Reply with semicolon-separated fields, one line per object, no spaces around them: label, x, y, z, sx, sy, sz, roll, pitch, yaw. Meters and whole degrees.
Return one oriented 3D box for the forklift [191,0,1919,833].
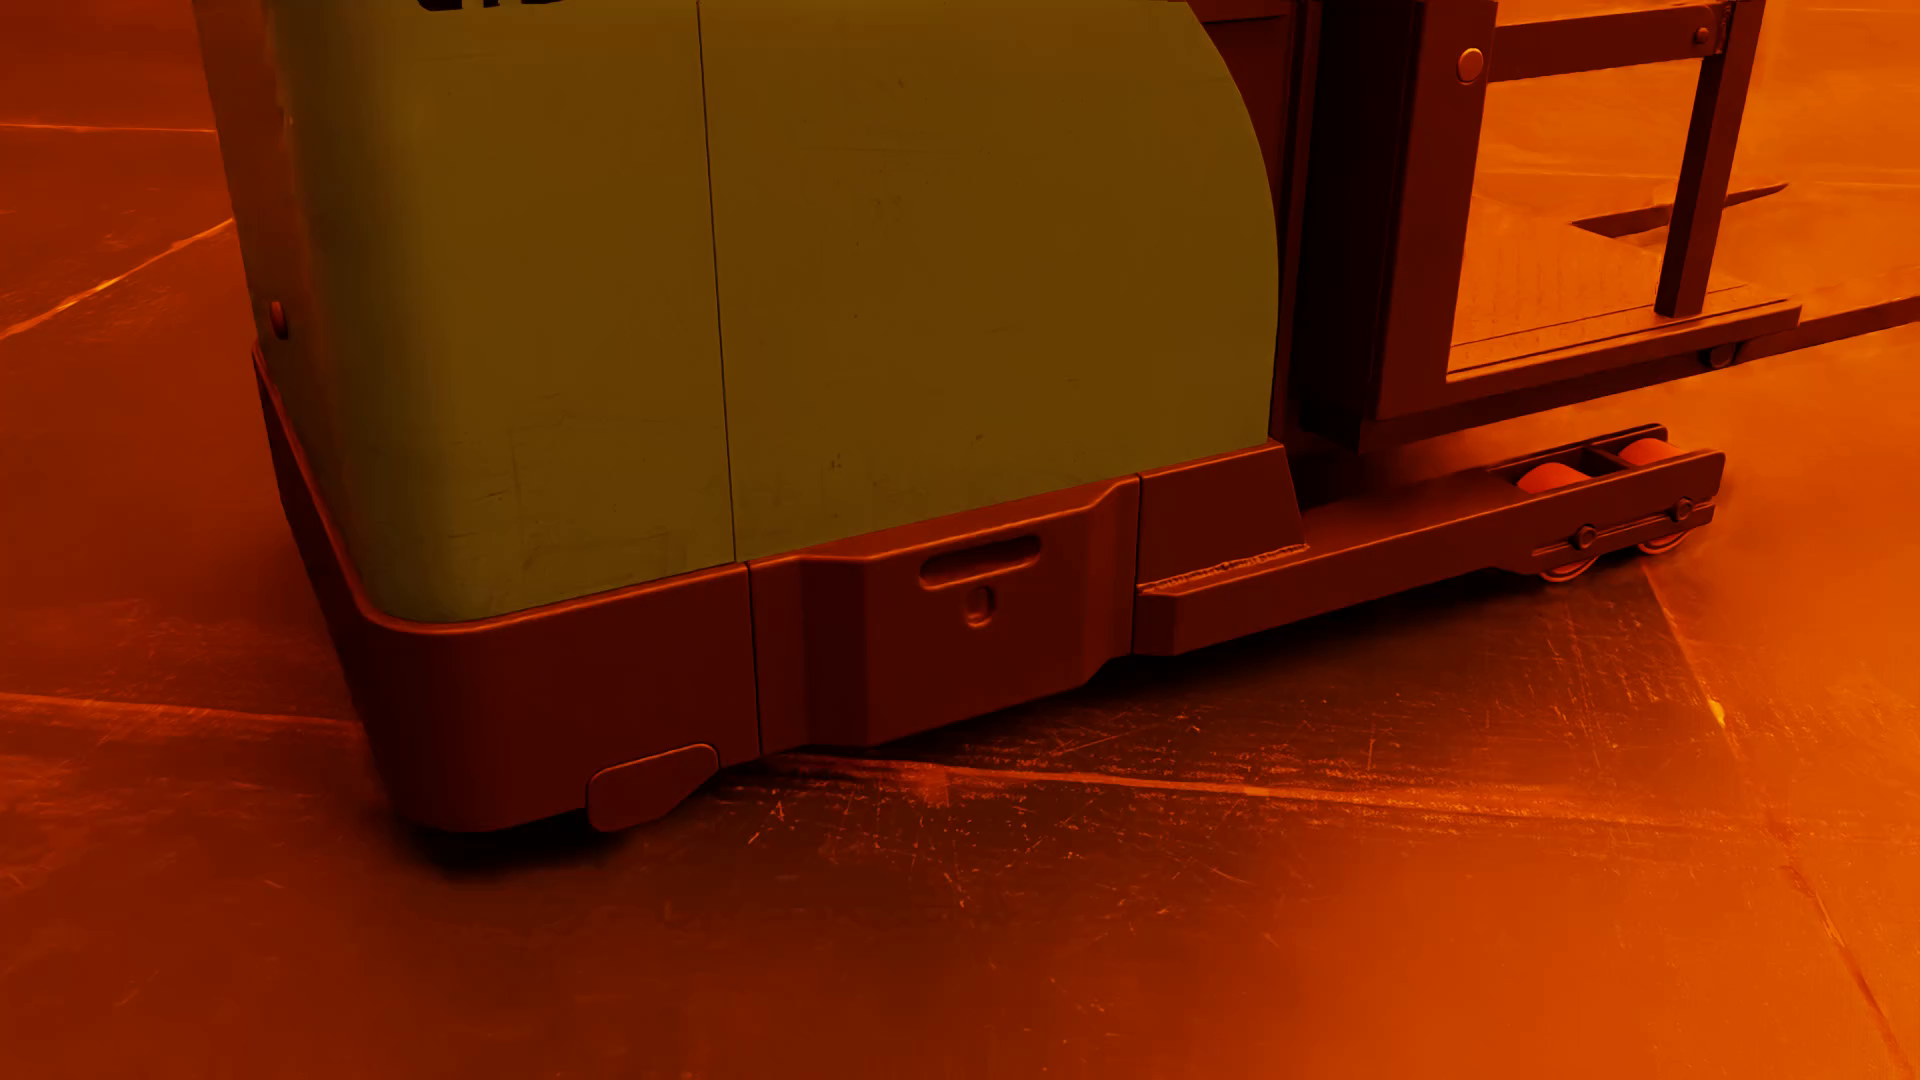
forklift;0.541;-1.447;2.116;3.031;2.935;1.130;-13;29;-25
